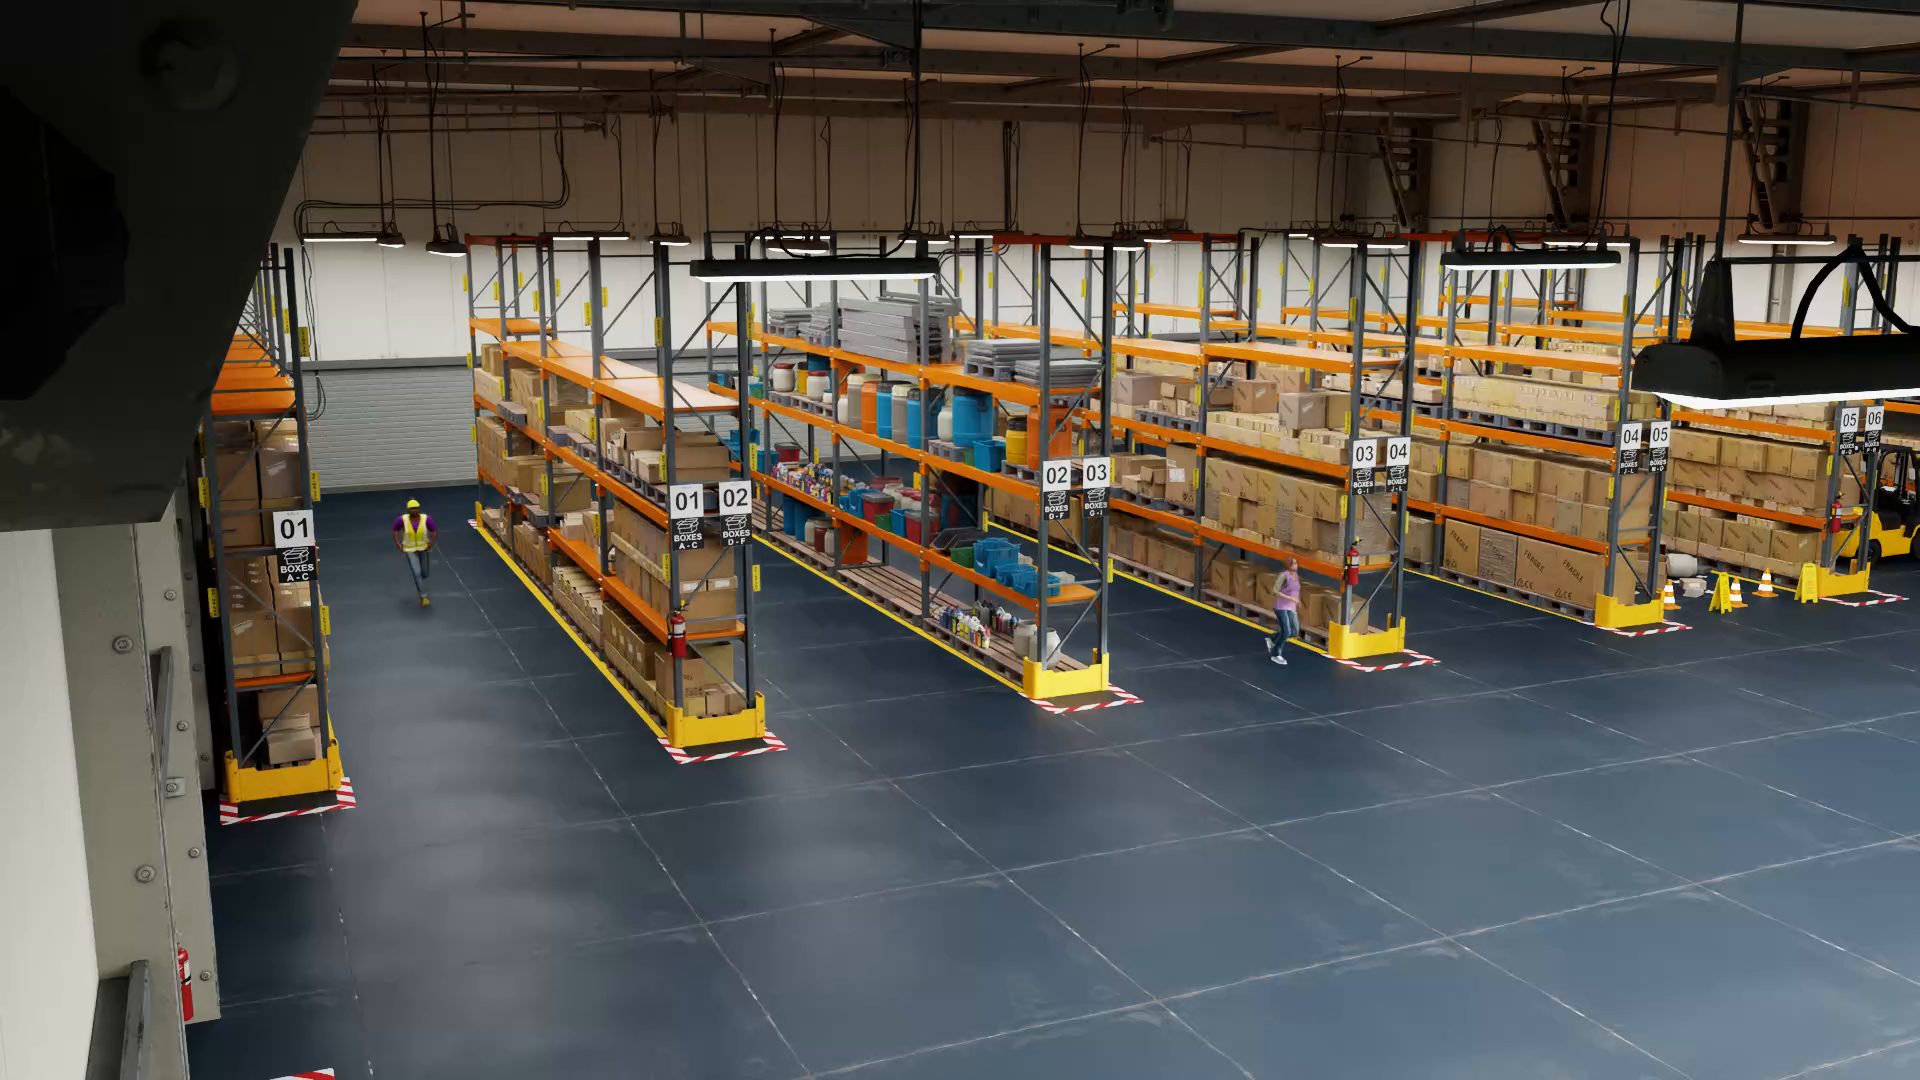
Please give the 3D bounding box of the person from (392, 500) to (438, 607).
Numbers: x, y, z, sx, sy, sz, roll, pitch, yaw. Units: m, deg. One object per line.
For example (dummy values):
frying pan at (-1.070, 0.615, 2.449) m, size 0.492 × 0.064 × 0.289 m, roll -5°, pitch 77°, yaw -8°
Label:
person at (-9.045, 0.180, 27.683) m, size 0.726 × 1.749 × 0.869 m, roll -5°, pitch 12°, yaw -24°

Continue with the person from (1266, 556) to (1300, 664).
person at (4.716, 0.998, 23.989) m, size 0.563 × 1.551 × 0.576 m, roll -10°, pitch 15°, yaw -41°
